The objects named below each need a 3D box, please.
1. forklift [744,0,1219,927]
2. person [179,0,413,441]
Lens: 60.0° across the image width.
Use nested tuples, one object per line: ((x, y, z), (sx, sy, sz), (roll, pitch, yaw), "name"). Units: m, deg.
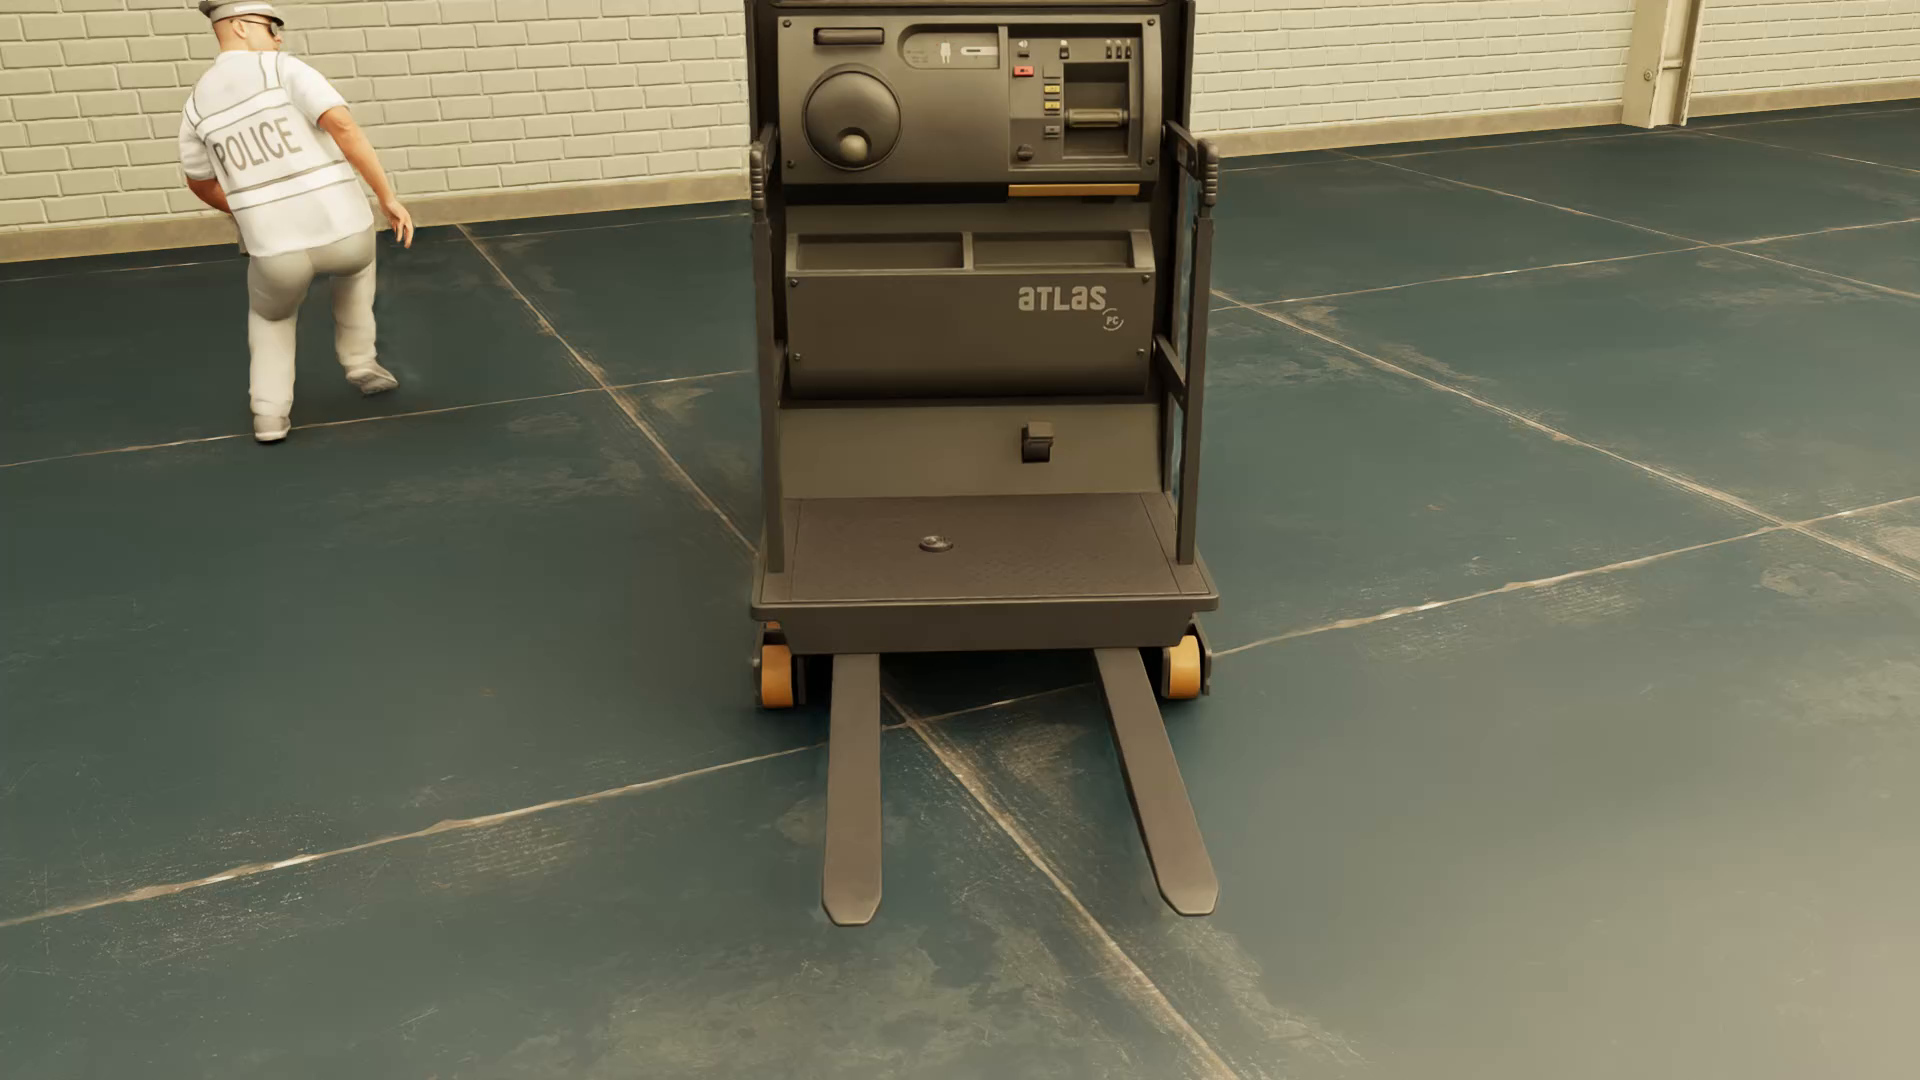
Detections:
((0.038, -1.062, 3.843), (1.130, 2.935, 3.031), (-1, 23, -3), "forklift")
((-2.328, -1.164, 5.928), (0.774, 1.558, 0.760), (-5, 23, -11), "person")
